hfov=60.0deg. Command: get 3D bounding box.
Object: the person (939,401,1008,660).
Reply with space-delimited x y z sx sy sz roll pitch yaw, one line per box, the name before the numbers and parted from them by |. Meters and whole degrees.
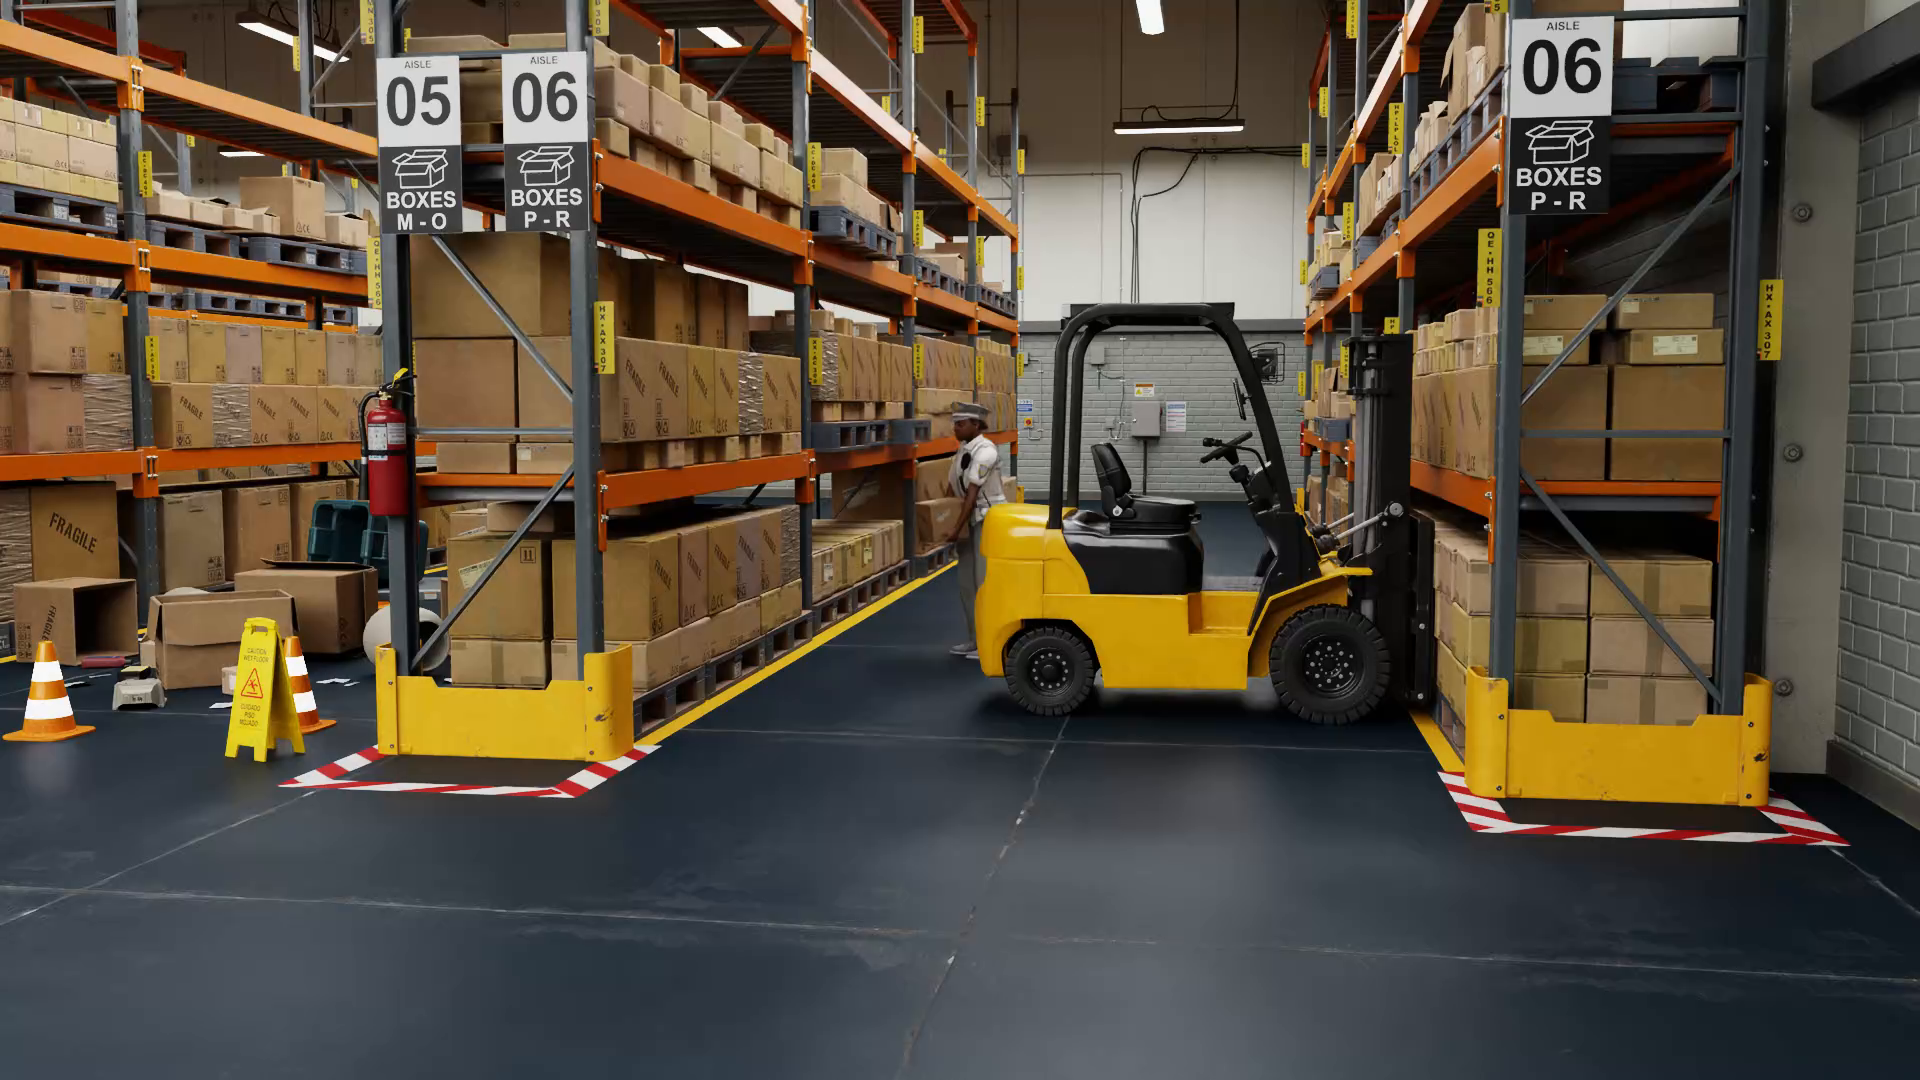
person | 0.066 -0.064 10.759 0.547 1.663 0.415 -2 5 -25
